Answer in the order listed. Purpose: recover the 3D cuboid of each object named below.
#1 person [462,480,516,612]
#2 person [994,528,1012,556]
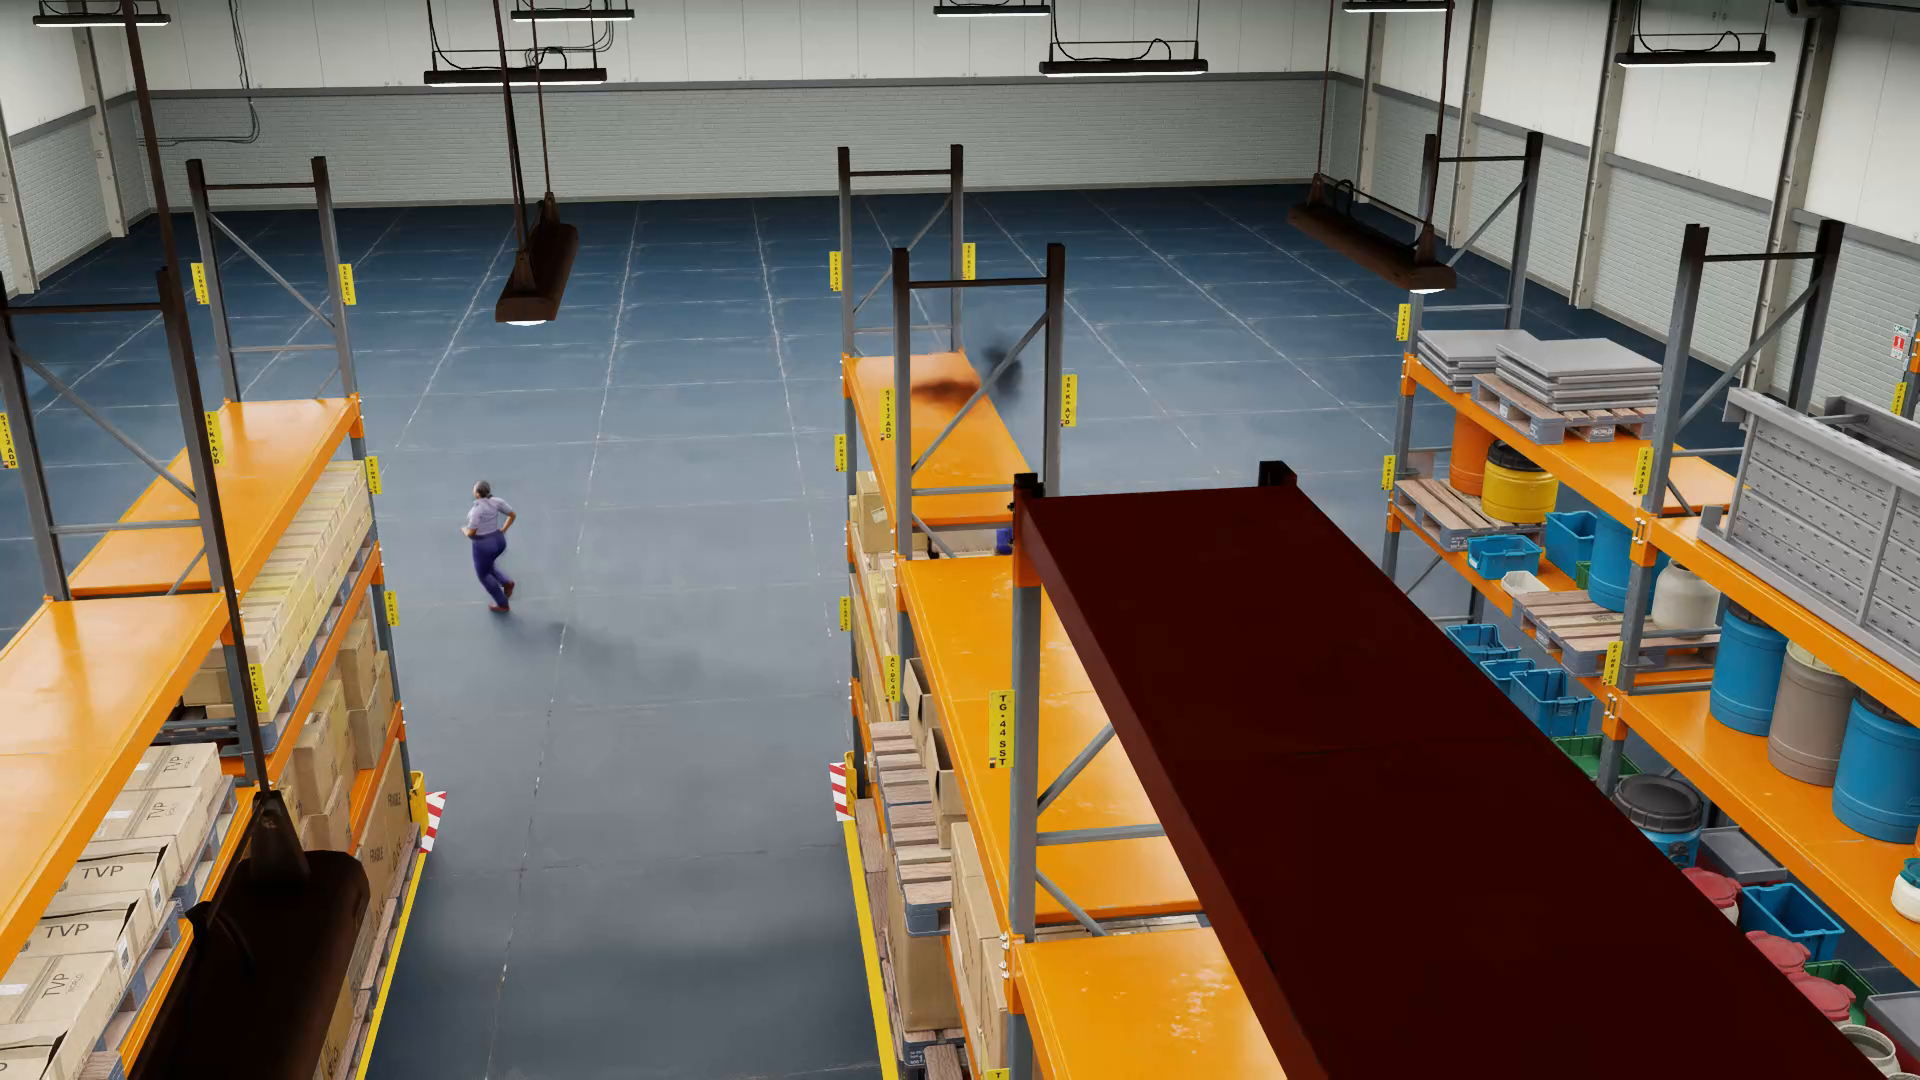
[{"bbox_3d":[-5.521,0.051,19.334,0.559,1.587,0.593,9,23,22],"label":"person"},{"bbox_3d":[0.492,0.315,18.595,0.770,1.652,0.583,9,23,22],"label":"person"}]
